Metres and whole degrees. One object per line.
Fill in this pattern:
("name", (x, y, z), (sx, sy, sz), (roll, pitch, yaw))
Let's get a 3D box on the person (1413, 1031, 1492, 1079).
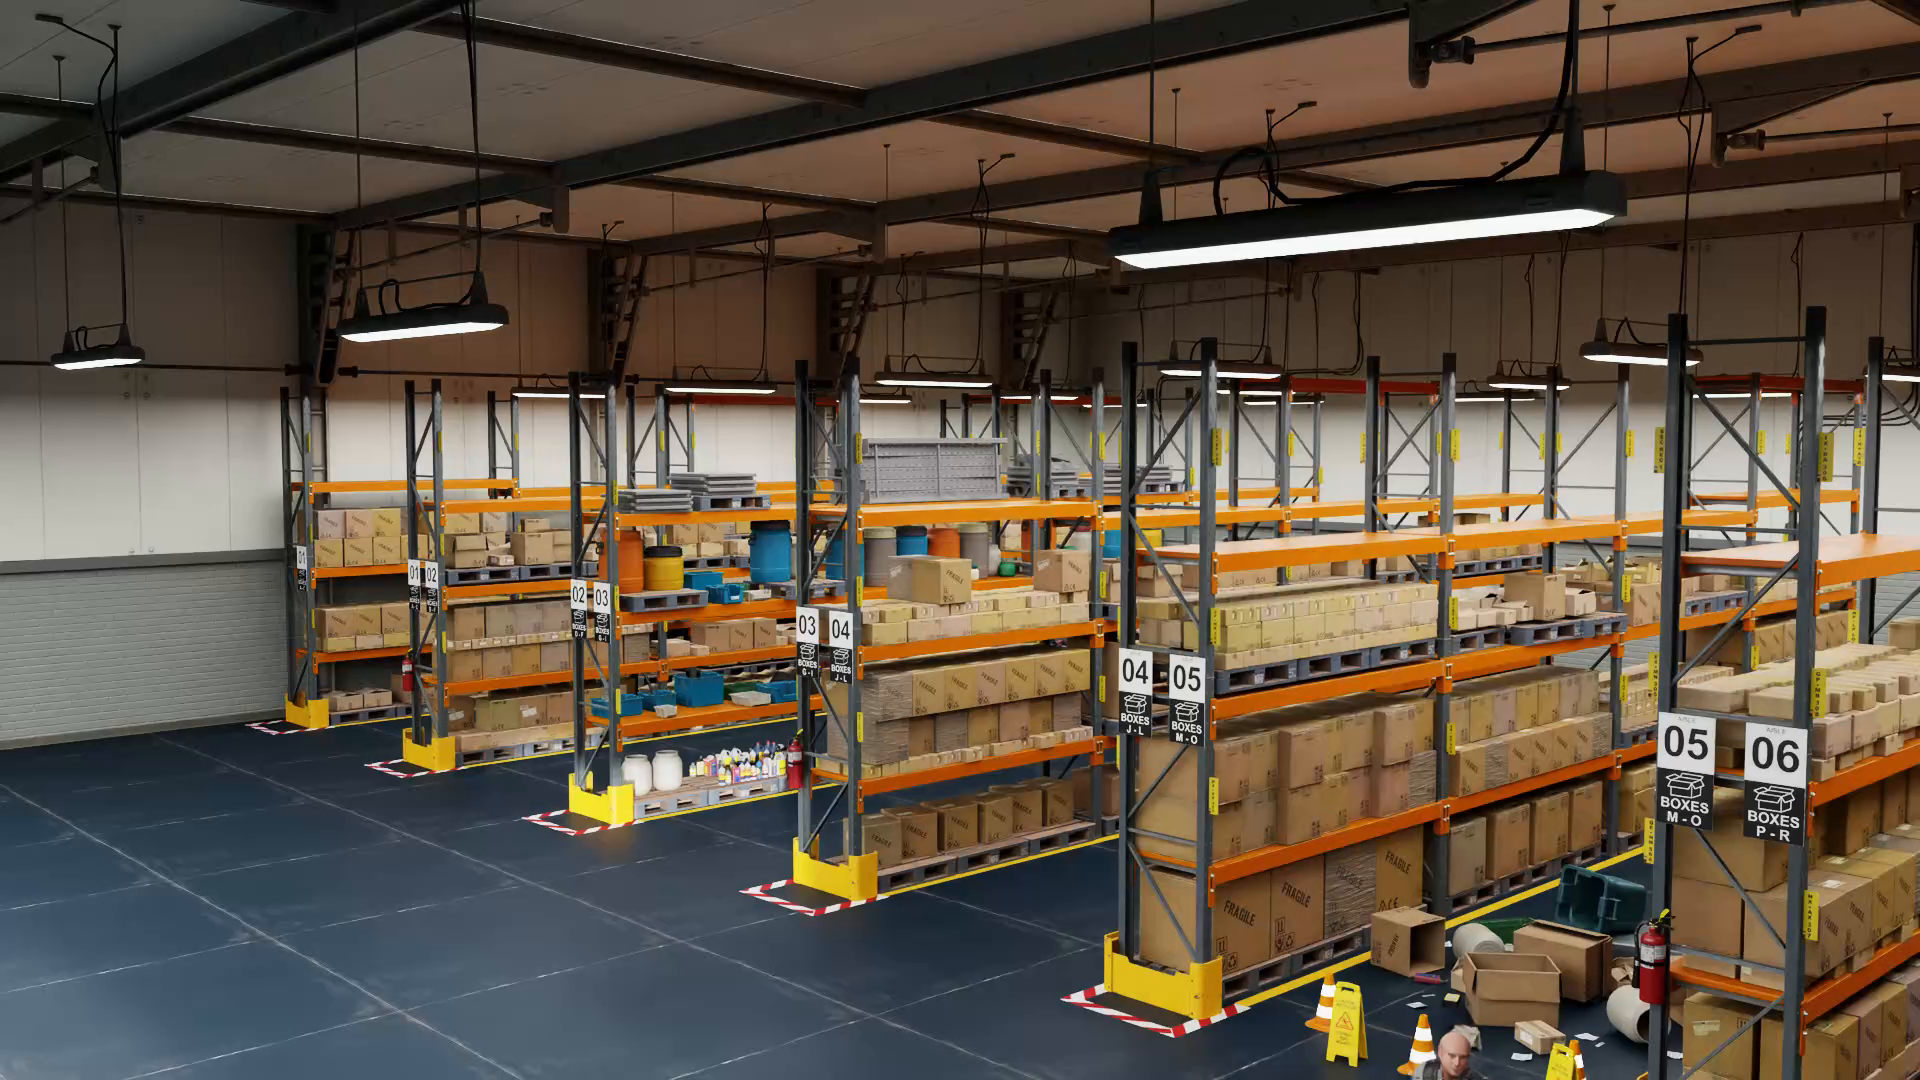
("person", (2.896, 3.690, 9.751), (0.616, 1.674, 0.824), (2, 4, 25))
